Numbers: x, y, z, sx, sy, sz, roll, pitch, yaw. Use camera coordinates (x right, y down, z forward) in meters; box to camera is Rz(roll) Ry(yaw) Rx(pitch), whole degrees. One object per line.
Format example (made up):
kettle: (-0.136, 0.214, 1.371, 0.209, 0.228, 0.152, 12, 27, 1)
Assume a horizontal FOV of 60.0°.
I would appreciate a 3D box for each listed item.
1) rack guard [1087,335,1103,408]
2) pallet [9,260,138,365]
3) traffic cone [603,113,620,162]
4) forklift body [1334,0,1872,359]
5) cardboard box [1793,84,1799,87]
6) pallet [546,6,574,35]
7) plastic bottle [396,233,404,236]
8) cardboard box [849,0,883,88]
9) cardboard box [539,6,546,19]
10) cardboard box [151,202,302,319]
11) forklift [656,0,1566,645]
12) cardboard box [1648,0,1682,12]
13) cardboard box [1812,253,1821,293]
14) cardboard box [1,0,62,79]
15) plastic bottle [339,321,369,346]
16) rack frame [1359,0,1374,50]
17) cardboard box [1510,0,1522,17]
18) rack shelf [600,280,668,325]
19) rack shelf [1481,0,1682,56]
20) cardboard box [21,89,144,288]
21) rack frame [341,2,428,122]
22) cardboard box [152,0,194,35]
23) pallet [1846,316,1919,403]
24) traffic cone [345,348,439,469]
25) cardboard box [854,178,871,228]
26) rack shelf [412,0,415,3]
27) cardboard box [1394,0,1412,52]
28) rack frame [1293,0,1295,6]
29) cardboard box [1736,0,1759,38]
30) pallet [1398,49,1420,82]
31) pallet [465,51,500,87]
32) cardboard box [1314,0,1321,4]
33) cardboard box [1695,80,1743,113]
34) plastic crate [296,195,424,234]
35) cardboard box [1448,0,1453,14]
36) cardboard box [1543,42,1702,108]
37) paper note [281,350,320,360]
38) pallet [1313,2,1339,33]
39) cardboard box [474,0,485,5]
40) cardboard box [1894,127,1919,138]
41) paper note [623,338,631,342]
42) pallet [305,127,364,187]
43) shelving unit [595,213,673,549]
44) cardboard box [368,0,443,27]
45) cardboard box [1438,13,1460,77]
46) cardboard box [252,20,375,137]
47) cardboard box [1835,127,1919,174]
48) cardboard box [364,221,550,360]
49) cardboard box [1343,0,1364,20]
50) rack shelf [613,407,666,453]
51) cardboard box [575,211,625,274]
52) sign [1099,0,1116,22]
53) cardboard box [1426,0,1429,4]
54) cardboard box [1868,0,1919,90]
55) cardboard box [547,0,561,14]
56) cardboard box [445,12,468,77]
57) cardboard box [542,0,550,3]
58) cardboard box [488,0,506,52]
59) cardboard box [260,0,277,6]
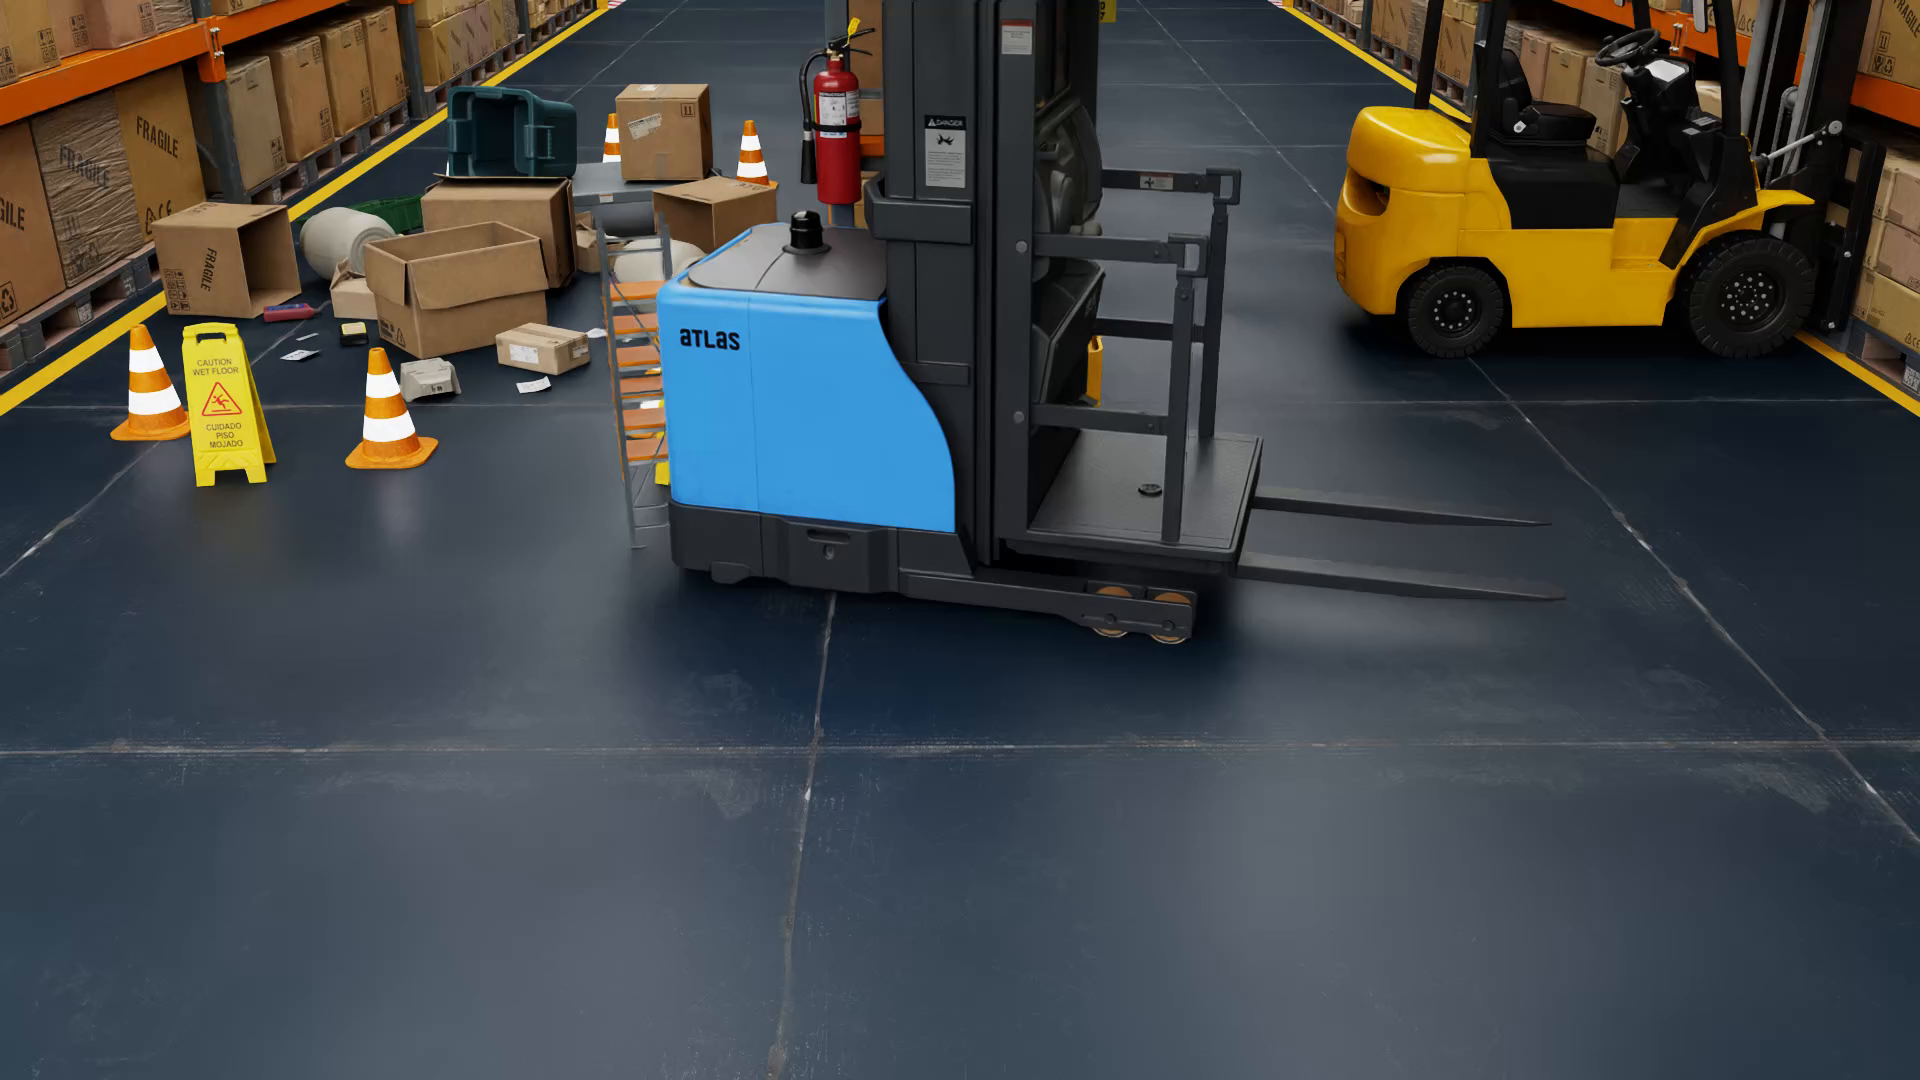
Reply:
rack guard: (-0.007, -0.597, 6.963, 1.175, 0.500, 0.348, 0, 24, -1)
pallet: (-5.052, -1.201, 8.649, 1.003, 0.211, 1.213, 0, 24, -1)
traffic cone: (-2.466, -2.817, 11.916, 0.336, 0.463, 0.334, 0, 24, -1)
forklift body: (3.113, -2.115, 8.316, 2.313, 2.155, 1.214, 0, 24, -1)
cardboard box: (5.113, -2.569, 9.904, 0.500, 0.250, 0.500, 0, 24, 0)
pallet: (-5.144, -6.096, 19.471, 1.003, 0.211, 1.213, 0, 24, -1)
plastic bottle: (-3.486, -1.843, 10.251, 0.133, 0.061, 0.283, -14, 28, -28)
cardboard box: (-0.287, -2.108, 6.789, 0.500, 0.500, 0.500, -1, 24, -1)
cardboard box: (-4.826, -5.841, 18.475, 0.380, 0.149, 0.250, 0, 24, -1)
cardboard box: (-3.955, -1.516, 8.993, 0.500, 0.500, 0.500, 4, 25, 9)
forklift: (0.547, -1.233, 5.420, 3.031, 2.935, 1.130, 6, 25, 13)
cardboard box: (4.647, -3.515, 10.564, 0.500, 0.250, 0.500, 0, 24, 1)
cardboard box: (4.616, -1.484, 8.719, 0.500, 0.250, 0.500, 1, 24, 1)
cardboard box: (-4.959, -2.538, 8.039, 0.875, 0.550, 0.500, 0, 24, -1)
plastic bottle: (-3.113, -1.066, 8.533, 0.133, 0.061, 0.283, -9, 26, -19)
rack frame: (4.827, -6.673, 17.365, 1.000, 3.000, 0.127, 0, 24, -1)
cardboard box: (5.117, -4.801, 14.962, 0.380, 0.149, 0.250, 0, 24, 0)
rack shelf: (-1.139, -0.850, 5.901, 0.258, 0.103, 0.180, -7, 25, -13)
rack shelf: (4.892, -3.873, 12.047, 1.077, 0.370, 4.000, 0, 24, -1)
cardboard box: (-5.047, -1.881, 8.838, 0.875, 0.875, 0.875, 0, 24, 0)
rack frame: (-5.042, -4.937, 13.526, 1.000, 3.000, 0.127, 0, 24, -1)
cardboard box: (-4.982, -3.205, 9.515, 0.875, 0.550, 0.550, 0, 24, -1)
pallet: (4.907, -0.773, 7.703, 1.003, 0.211, 1.213, 0, 24, -1)
traffic cone: (-2.407, -0.575, 6.960, 0.336, 0.463, 0.334, 0, 24, -1)
cardboard box: (-0.275, -1.314, 7.432, 0.500, 0.500, 0.500, 0, 24, 0)
rack shelf: (-5.063, -5.434, 15.497, 1.077, 0.370, 4.000, 0, 24, -1)
cardboard box: (4.624, -5.100, 16.411, 0.500, 0.500, 0.500, -1, 24, -2)
rack frame: (4.783, -8.321, 21.009, 1.000, 3.000, 0.127, 0, 24, -1)
cardboard box: (4.680, -3.024, 9.174, 0.500, 0.500, 0.500, 0, 24, 0)
pallet: (4.890, -4.564, 16.084, 1.003, 0.211, 1.213, 0, 24, -1)
pallet: (-5.059, -4.490, 15.922, 1.003, 0.211, 1.213, 0, 24, -1)
cardboard box: (4.665, -6.769, 20.100, 0.700, 0.500, 0.500, 1, 24, 2)
cardboard box: (4.605, -2.570, 9.906, 0.500, 0.250, 0.500, -1, 24, -1)
plastic crate: (-3.686, -1.968, 10.304, 0.450, 0.188, 0.662, 3, 22, 31)
cardboard box: (4.619, -4.796, 14.952, 0.380, 0.149, 0.250, -1, 24, -2)
cardboard box: (4.886, -3.331, 12.346, 0.875, 0.625, 0.625, -1, 24, -3)
paper note: (-3.273, -0.924, 8.257, 0.144, 0.017, 0.142, 8, 26, 18)
pallet: (4.804, -6.190, 19.680, 1.003, 0.211, 1.213, 0, 24, -1)
cardboard box: (-4.812, -5.244, 15.819, 0.500, 0.250, 0.500, -1, 24, -3)
cardboard box: (5.139, -1.945, 8.523, 0.500, 0.250, 0.500, -1, 24, -2)
paper note: (-1.704, -1.035, 8.527, 0.032, 0.001, 0.123, 0, 24, -1)
pallet: (-5.098, -2.840, 12.273, 1.003, 0.211, 1.213, 0, 24, -1)
shelving unit: (-1.135, -0.563, 6.033, 0.258, 1.200, 0.189, -7, 25, -13)
cardboard box: (-4.807, -4.617, 14.431, 0.500, 0.250, 0.500, -1, 24, -3)
cardboard box: (4.656, -4.457, 14.988, 0.500, 0.500, 0.500, -1, 24, -1)
cardboard box: (-5.112, -3.492, 12.551, 1.050, 0.750, 0.750, 0, 24, 0)
cardboard box: (4.616, -1.938, 8.509, 0.500, 0.250, 0.500, -1, 24, -2)
cardboard box: (-2.556, -1.280, 8.469, 0.797, 0.503, 0.637, -19, 31, -36)
cardboard box: (4.523, -5.994, 18.672, 0.396, 0.266, 0.258, 1, 24, 1)
rack shelf: (-1.133, -0.413, 6.102, 0.258, 0.103, 0.180, -7, 25, -13)
cardboard box: (-2.187, -1.762, 9.823, 0.258, 0.266, 0.396, -19, 31, -36)
sign: (0.537, -2.102, 6.206, 0.100, 0.325, 0.005, 0, 24, -1)
cardboard box: (4.625, -5.122, 15.671, 0.380, 0.149, 0.250, -1, 24, -3)
cardboard box: (4.687, -2.401, 7.797, 0.500, 0.500, 0.500, -1, 24, -2)
cardboard box: (-4.823, -6.164, 19.188, 0.380, 0.149, 0.250, -1, 24, -2)
cardboard box: (-4.803, -4.489, 15.060, 0.500, 0.500, 0.500, 0, 24, 0)
cardboard box: (-4.880, -6.193, 18.892, 0.380, 0.149, 0.250, 1, 24, 2)
cardboard box: (-4.820, -5.123, 16.460, 0.500, 0.500, 0.500, -1, 24, -2)
cardboard box: (-4.741, -3.760, 10.803, 0.500, 0.500, 0.500, 0, 24, 0)
